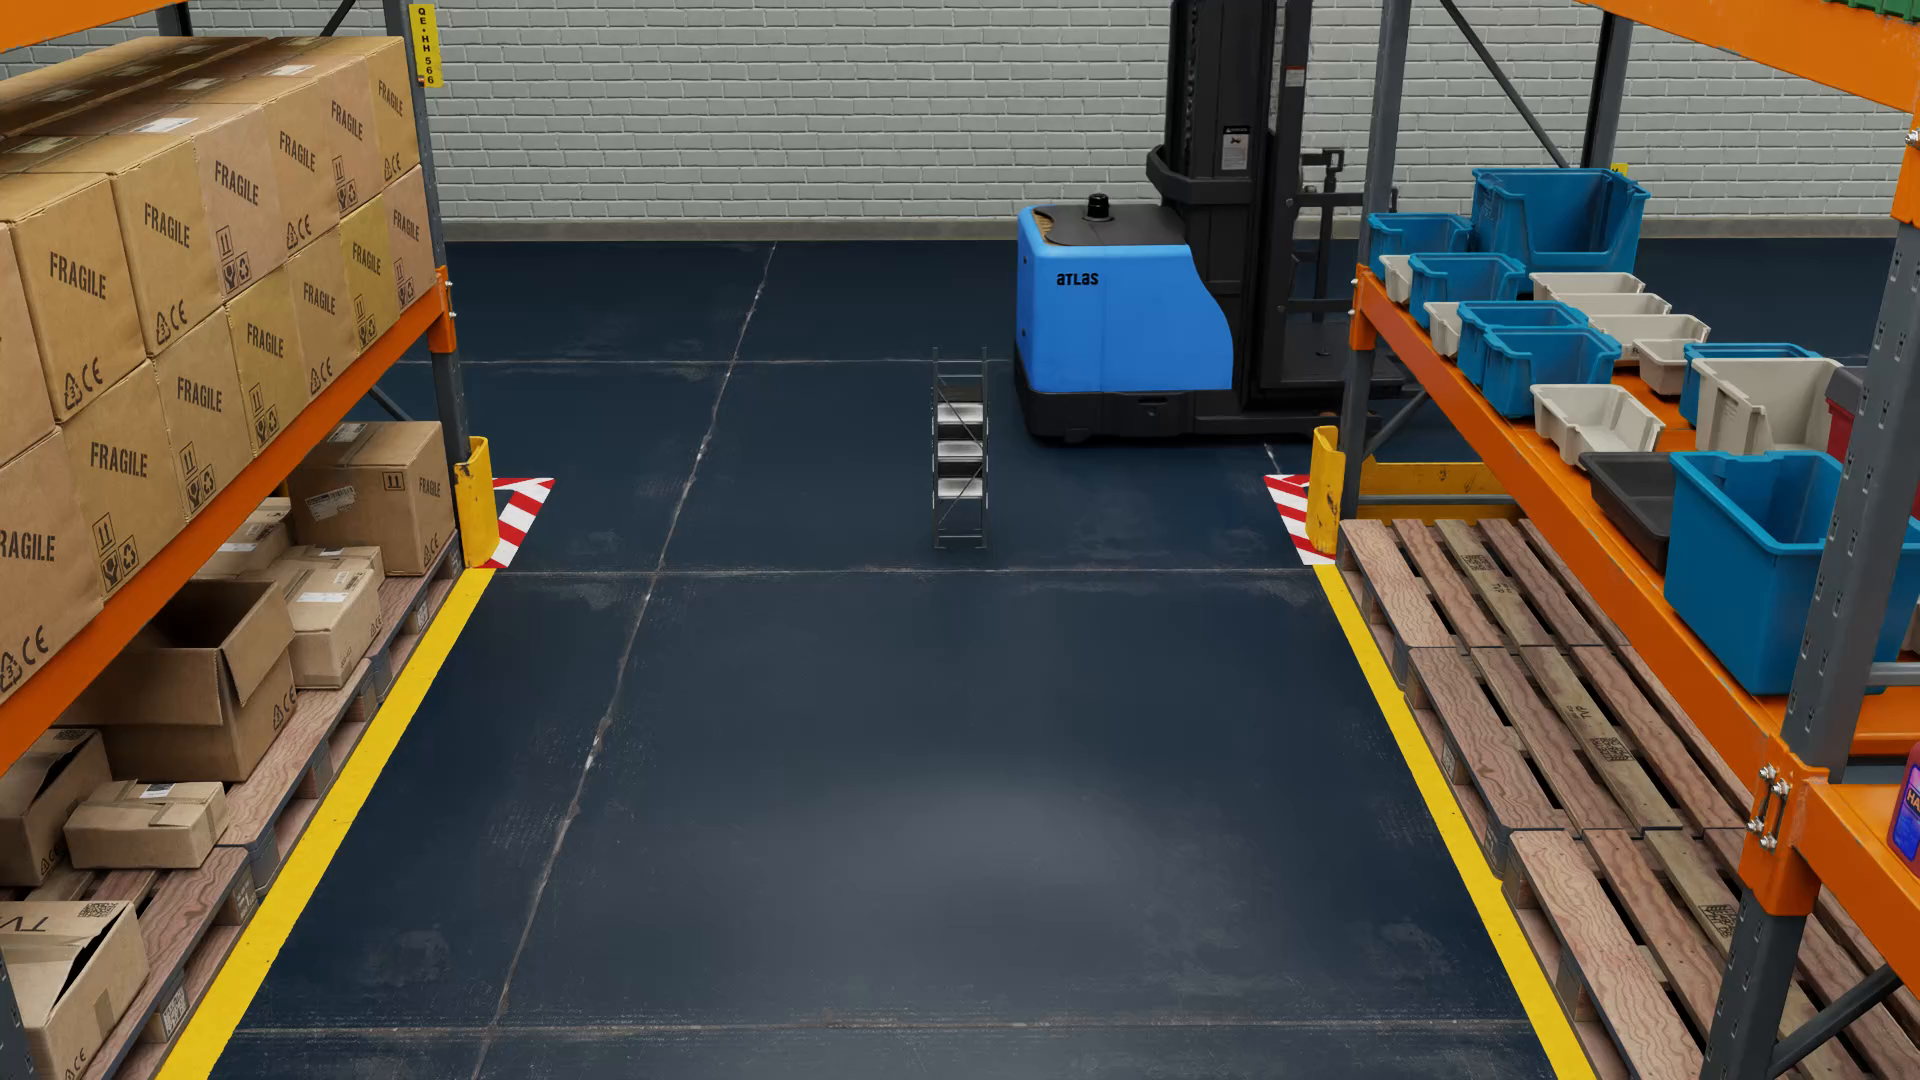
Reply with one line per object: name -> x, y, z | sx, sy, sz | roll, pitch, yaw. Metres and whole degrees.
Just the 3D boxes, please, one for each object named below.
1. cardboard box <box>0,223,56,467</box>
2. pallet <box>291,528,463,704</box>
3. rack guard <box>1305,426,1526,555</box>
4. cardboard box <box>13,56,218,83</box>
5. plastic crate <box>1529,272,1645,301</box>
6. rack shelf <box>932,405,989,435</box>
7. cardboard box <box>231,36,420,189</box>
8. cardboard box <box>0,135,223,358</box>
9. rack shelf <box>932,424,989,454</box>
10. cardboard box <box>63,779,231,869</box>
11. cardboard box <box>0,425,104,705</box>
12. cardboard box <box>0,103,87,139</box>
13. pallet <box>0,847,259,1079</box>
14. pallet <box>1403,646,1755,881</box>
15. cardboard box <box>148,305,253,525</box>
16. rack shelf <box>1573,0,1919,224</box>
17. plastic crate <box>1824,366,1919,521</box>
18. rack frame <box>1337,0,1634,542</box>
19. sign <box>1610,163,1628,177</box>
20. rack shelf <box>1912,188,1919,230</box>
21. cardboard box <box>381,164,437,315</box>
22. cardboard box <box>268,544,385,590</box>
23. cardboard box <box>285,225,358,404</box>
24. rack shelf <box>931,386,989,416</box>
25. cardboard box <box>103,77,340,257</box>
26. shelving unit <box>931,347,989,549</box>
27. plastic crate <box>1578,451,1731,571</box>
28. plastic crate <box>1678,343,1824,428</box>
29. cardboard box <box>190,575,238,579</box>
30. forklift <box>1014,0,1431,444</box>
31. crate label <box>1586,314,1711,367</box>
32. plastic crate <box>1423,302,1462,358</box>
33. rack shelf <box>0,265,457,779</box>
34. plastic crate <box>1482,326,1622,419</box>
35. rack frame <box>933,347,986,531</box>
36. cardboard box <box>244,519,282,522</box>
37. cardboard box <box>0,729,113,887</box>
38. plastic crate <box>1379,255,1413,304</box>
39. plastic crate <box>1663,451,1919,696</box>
cardboard box -> -2.404, -0.390, 3.637 | 0.500, 0.500, 0.500 | 0, 24, 1
pallet -> -2.713, 0.289, 6.855 | 1.003, 0.211, 1.213 | 0, 24, -1
rack guard -> 2.216, -0.233, 7.659 | 1.175, 0.500, 0.348 | 0, 24, -1
cardboard box -> -2.969, -1.443, 5.966 | 0.500, 0.500, 0.500 | 0, 24, 0
plastic crate -> 2.419, -0.934, 6.423 | 0.396, 0.136, 0.243 | 0, 24, -1
rack shelf -> 0.000, -0.547, 7.512 | 0.258, 0.077, 0.200 | 0, 24, -1
cardboard box -> -2.444, -1.660, 6.447 | 0.500, 0.500, 0.500 | 0, 24, -1
cardboard box -> -2.415, -0.814, 4.576 | 0.500, 0.500, 0.500 | -1, 24, -2
rack shelf -> 0.000, -0.465, 7.549 | 0.258, 0.077, 0.200 | 0, 24, -1
cardboard box -> -2.488, 0.867, 5.098 | 0.380, 0.166, 0.250 | 0, 24, -1
cardboard box -> -2.413, 0.050, 3.878 | 0.500, 0.500, 0.500 | 0, 24, 1
cardboard box -> -2.962, -1.028, 5.048 | 0.500, 0.500, 0.500 | 0, 24, -1
pallet -> -2.687, 1.294, 4.632 | 1.003, 0.211, 1.213 | 0, 24, -1
pallet -> 2.210, 0.750, 5.836 | 1.003, 0.211, 1.213 | 0, 24, -1
cardboard box -> -2.425, -0.367, 4.801 | 0.500, 0.500, 0.500 | 0, 24, -1
rack shelf -> 2.251, -1.577, 4.830 | 1.077, 0.370, 4.000 | 0, 24, -1
plastic crate -> 2.514, -0.140, 4.268 | 0.402, 0.464, 0.583 | 0, 24, -1
rack frame -> 2.229, -1.362, 7.122 | 1.000, 3.000, 0.127 | 0, 24, -1
sign -> 2.779, -1.446, 7.109 | 0.100, 0.325, 0.005 | 0, 24, -1
rack shelf -> 2.295, 0.071, 1.186 | 1.077, 0.370, 4.000 | 0, 24, -1
cardboard box -> -2.447, -1.204, 6.650 | 0.500, 0.500, 0.500 | 0, 24, 1
cardboard box -> -2.557, 0.139, 6.707 | 0.380, 0.166, 0.250 | 0, 24, -1
cardboard box -> -2.438, -0.784, 5.723 | 0.500, 0.500, 0.500 | 0, 24, 0
rack shelf -> 0.000, -0.629, 7.474 | 0.258, 0.077, 0.200 | 0, 24, -1
cardboard box -> -2.427, -1.239, 5.514 | 0.500, 0.500, 0.500 | 0, 24, 1
shelving unit -> 0.000, -0.413, 7.572 | 0.258, 0.900, 0.210 | 0, 24, -1
plastic crate -> 1.992, -0.076, 4.539 | 0.437, 0.125, 0.590 | 0, 24, -1
plastic crate -> 2.508, -0.468, 5.276 | 0.416, 0.233, 0.300 | 0, 24, -1
cardboard box -> -2.991, 0.348, 6.143 | 0.500, 0.250, 0.500 | 0, 24, -1
forklift -> 1.849, -2.067, 8.764 | 3.031, 2.935, 1.130 | -1, 24, -3
crate label -> 2.436, -0.700, 5.905 | 0.396, 0.136, 0.243 | 0, 24, -1
plastic crate -> 1.831, -0.754, 6.025 | 0.250, 0.136, 0.298 | 0, 24, -1
rack shelf -> -2.702, -0.190, 5.402 | 1.077, 0.370, 4.000 | 0, 24, -1
plastic crate -> 1.921, -0.544, 5.443 | 0.416, 0.233, 0.300 | 0, 24, -1
rack frame -> -0.001, -0.455, 7.665 | 0.240, 0.900, 0.006 | 0, 24, -1
cardboard box -> -3.060, 0.026, 6.957 | 0.380, 0.166, 0.250 | 0, 24, -1
cardboard box -> -2.978, 0.789, 5.095 | 0.500, 0.311, 0.500 | 0, 24, -1
plastic crate -> 1.824, -1.034, 6.643 | 0.250, 0.136, 0.298 | 0, 24, -1
plastic crate -> 1.927, 0.075, 3.890 | 0.392, 0.384, 0.575 | 0, 24, -1
